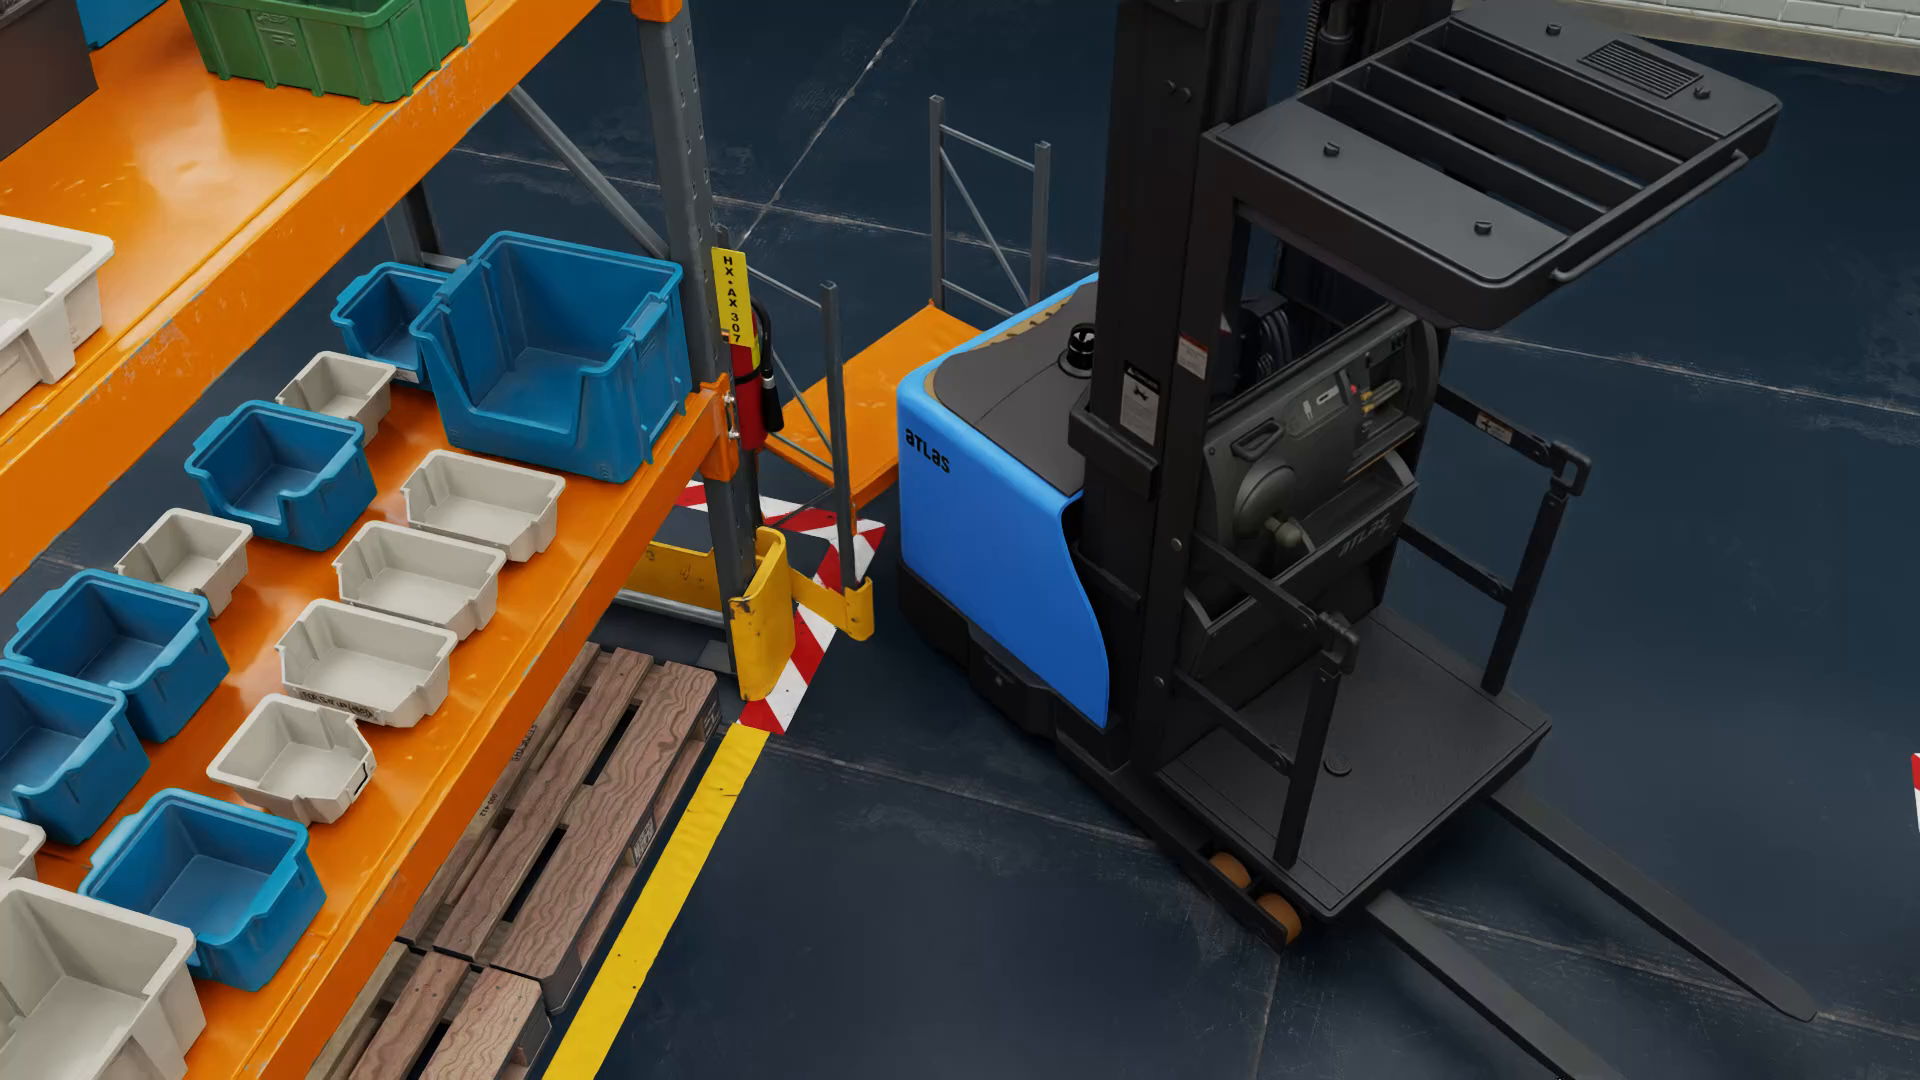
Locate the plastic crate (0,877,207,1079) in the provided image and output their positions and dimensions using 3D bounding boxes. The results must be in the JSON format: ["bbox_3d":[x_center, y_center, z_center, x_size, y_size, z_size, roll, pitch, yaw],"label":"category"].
[{"bbox_3d":[-1.741,0.980,3.145,0.437,0.282,0.530,13,46,13],"label":"plastic crate"}]

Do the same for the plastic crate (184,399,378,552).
[{"bbox_3d":[-1.755,-0.156,4.342,0.416,0.233,0.300,13,46,13],"label":"plastic crate"}]

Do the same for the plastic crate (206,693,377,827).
[{"bbox_3d":[-1.476,0.509,3.731,0.298,0.136,0.250,13,46,13],"label":"plastic crate"}]

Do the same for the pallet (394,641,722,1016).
[{"bbox_3d":[-1.454,0.810,5.271,1.003,0.211,1.213,13,46,13],"label":"pallet"}]

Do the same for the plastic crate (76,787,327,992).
[{"bbox_3d":[-1.545,0.734,3.432,0.416,0.233,0.300,13,46,13],"label":"plastic crate"}]

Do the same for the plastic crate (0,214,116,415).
[{"bbox_3d":[-1.556,-0.276,2.431,0.437,0.136,0.530,13,46,13],"label":"plastic crate"}]

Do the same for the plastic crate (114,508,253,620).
[{"bbox_3d":[-1.937,0.088,4.161,0.250,0.136,0.298,13,46,13],"label":"plastic crate"}]

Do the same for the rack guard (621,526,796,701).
[{"bbox_3d":[-1.172,0.147,5.743,1.175,0.500,0.348,13,46,13],"label":"rack guard"}]

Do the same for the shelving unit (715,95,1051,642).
[{"bbox_3d":[-0.225,-0.591,5.782,0.587,1.500,1.083,31,52,27],"label":"shelving unit"}]

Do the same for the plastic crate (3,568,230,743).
[{"bbox_3d":[-1.954,0.283,3.893,0.416,0.233,0.300,13,46,13],"label":"plastic crate"}]

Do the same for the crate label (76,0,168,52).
[{"bbox_3d":[-1.755,-1.200,3.294,0.408,0.251,0.502,13,46,13],"label":"crate label"}]

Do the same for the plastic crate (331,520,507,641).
[{"bbox_3d":[-1.343,0.117,4.132,0.396,0.136,0.243,13,46,13],"label":"plastic crate"}]

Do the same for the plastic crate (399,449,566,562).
[{"bbox_3d":[-1.242,-0.073,4.326,0.396,0.136,0.243,13,46,13],"label":"plastic crate"}]

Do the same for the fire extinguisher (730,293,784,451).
[{"bbox_3d":[-0.688,-0.571,5.011,0.296,0.674,0.183,13,46,13],"label":"fire extinguisher"}]

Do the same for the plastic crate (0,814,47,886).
[{"bbox_3d":[-2.138,0.787,3.447,0.293,0.136,0.466,13,46,13],"label":"plastic crate"}]

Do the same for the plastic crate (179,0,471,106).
[{"bbox_3d":[-1.194,-1.006,3.141,0.450,0.188,0.336,13,46,13],"label":"plastic crate"}]

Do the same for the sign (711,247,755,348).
[{"bbox_3d":[-0.638,-0.681,4.684,0.100,0.325,0.005,13,46,13],"label":"sign"}]

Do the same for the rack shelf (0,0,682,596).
[{"bbox_3d":[-1.773,-0.210,2.689,1.077,0.370,4.000,13,46,13],"label":"rack shelf"}]

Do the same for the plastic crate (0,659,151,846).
[{"bbox_3d":[-2.045,0.483,3.689,0.416,0.233,0.300,13,46,13],"label":"plastic crate"}]

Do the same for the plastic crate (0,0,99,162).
[{"bbox_3d":[-1.892,-0.818,2.841,0.504,0.338,0.767,13,46,13],"label":"plastic crate"}]

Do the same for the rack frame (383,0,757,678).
[{"bbox_3d":[-1.167,-0.728,4.849,1.000,3.000,0.127,13,46,13],"label":"rack frame"}]

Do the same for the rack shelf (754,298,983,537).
[{"bbox_3d":[-0.231,-0.458,5.903,0.538,0.185,1.000,31,52,27],"label":"rack shelf"}]

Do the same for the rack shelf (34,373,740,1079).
[{"bbox_3d":[-1.773,0.862,3.739,1.077,0.370,4.000,13,46,13],"label":"rack shelf"}]

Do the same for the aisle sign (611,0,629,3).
[{"bbox_3d":[-0.866,-1.643,3.926,0.394,0.787,0.004,13,46,13],"label":"aisle sign"}]

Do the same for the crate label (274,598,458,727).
[{"bbox_3d":[-1.404,0.308,3.937,0.396,0.136,0.243,13,46,13],"label":"crate label"}]

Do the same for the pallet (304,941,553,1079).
[{"bbox_3d":[-1.825,1.621,4.443,1.003,0.211,1.213,13,46,13],"label":"pallet"}]

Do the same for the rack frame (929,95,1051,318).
[{"bbox_3d":[0.097,-0.858,6.054,0.500,1.500,0.032,31,52,27],"label":"rack frame"}]

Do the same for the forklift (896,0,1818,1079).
[{"bbox_3d":[1.129,-0.230,4.390,1.130,2.935,3.031,-31,52,-28],"label":"forklift"}]

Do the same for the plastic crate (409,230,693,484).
[{"bbox_3d":[-1.091,-0.499,4.547,0.616,0.435,0.499,13,46,13],"label":"plastic crate"}]

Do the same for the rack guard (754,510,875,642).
[{"bbox_3d":[-0.546,0.122,5.947,0.587,0.250,0.087,31,52,27],"label":"rack guard"}]

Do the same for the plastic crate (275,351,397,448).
[{"bbox_3d":[-1.732,-0.364,4.623,0.250,0.136,0.298,13,46,13],"label":"plastic crate"}]

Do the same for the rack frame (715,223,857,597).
[{"bbox_3d":[-0.559,-0.315,5.499,0.500,1.500,0.032,31,52,27],"label":"rack frame"}]

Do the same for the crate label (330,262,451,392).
[{"bbox_3d":[-1.556,-0.595,4.790,0.416,0.233,0.303,13,46,13],"label":"crate label"}]
